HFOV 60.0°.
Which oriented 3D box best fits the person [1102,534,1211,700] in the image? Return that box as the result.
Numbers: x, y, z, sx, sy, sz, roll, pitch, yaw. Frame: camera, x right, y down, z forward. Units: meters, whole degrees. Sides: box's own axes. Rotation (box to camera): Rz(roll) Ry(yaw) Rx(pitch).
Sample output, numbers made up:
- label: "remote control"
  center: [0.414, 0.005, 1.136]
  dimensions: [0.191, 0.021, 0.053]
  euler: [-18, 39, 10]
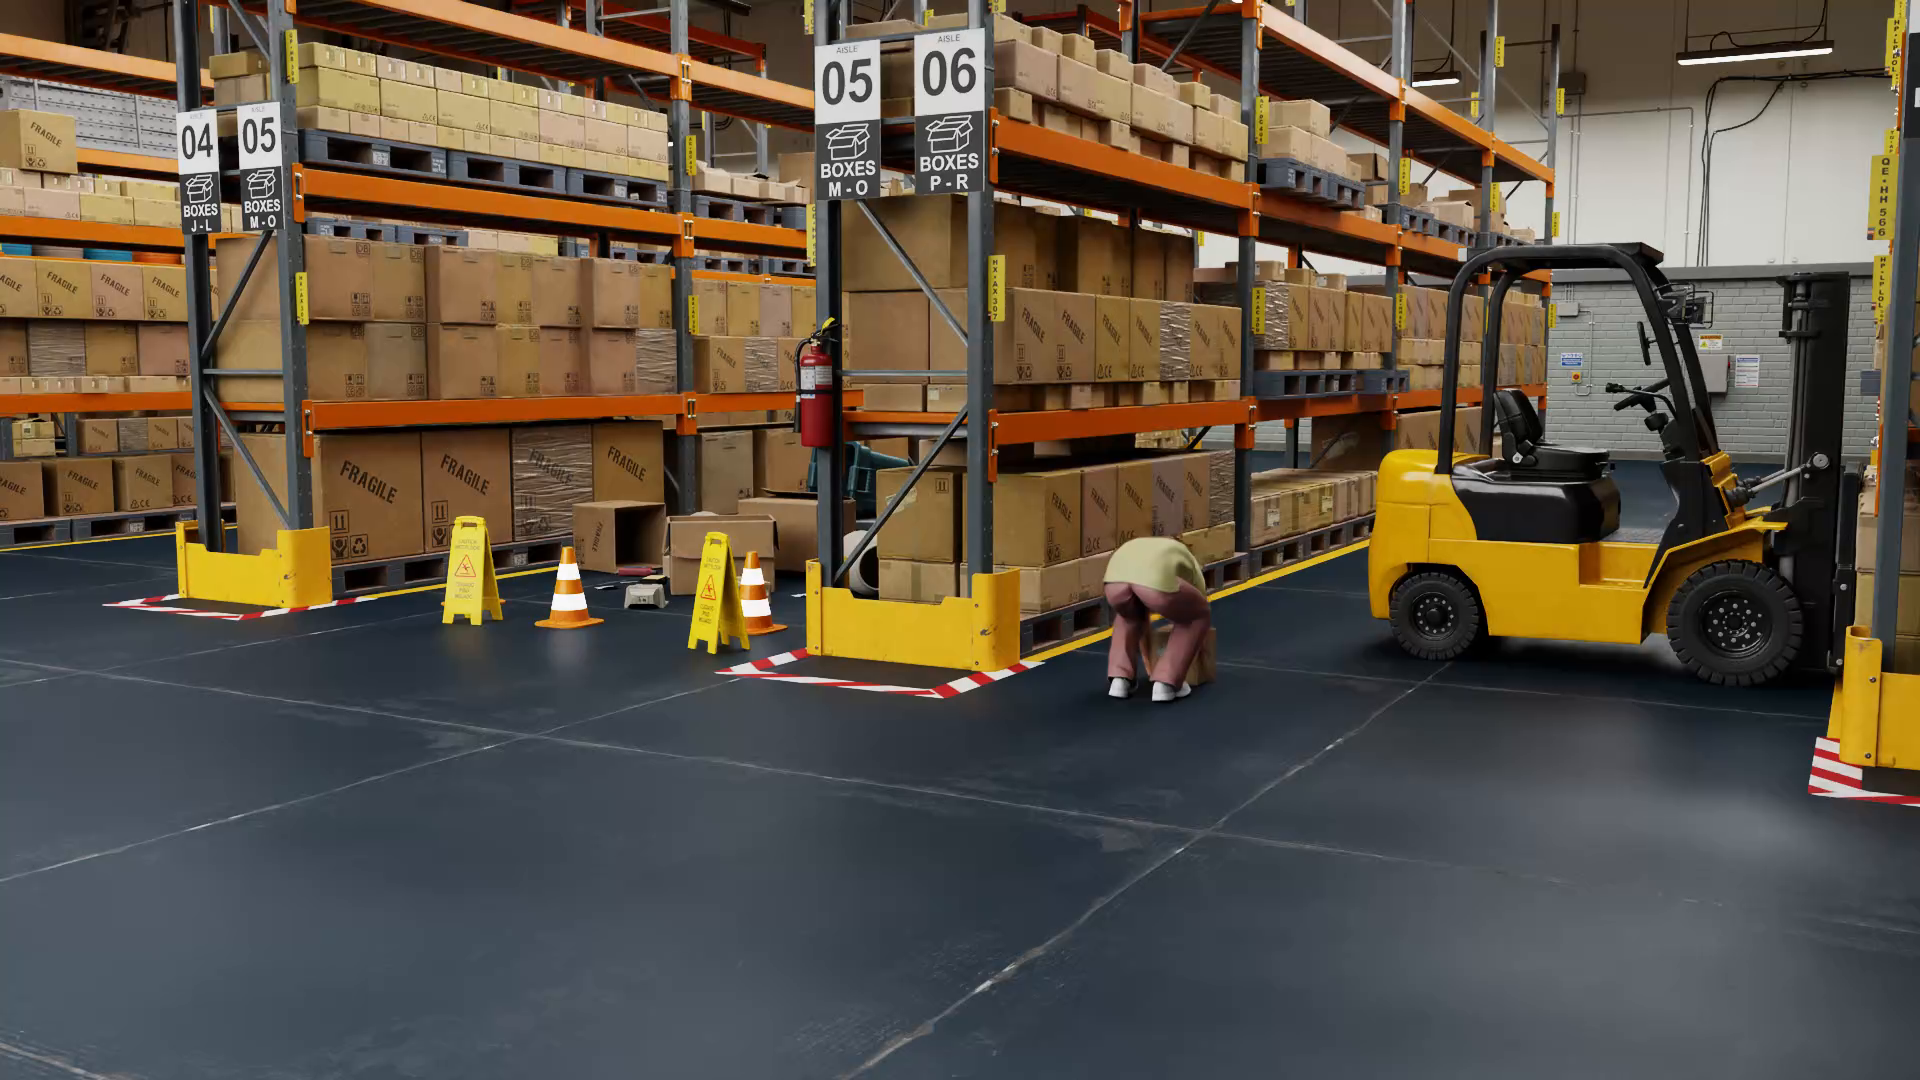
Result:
- label: "person"
  center: [0.953, 0.370, 7.939]
  dimensions: [0.468, 0.760, 0.864]
  euler: [3, 7, 27]
